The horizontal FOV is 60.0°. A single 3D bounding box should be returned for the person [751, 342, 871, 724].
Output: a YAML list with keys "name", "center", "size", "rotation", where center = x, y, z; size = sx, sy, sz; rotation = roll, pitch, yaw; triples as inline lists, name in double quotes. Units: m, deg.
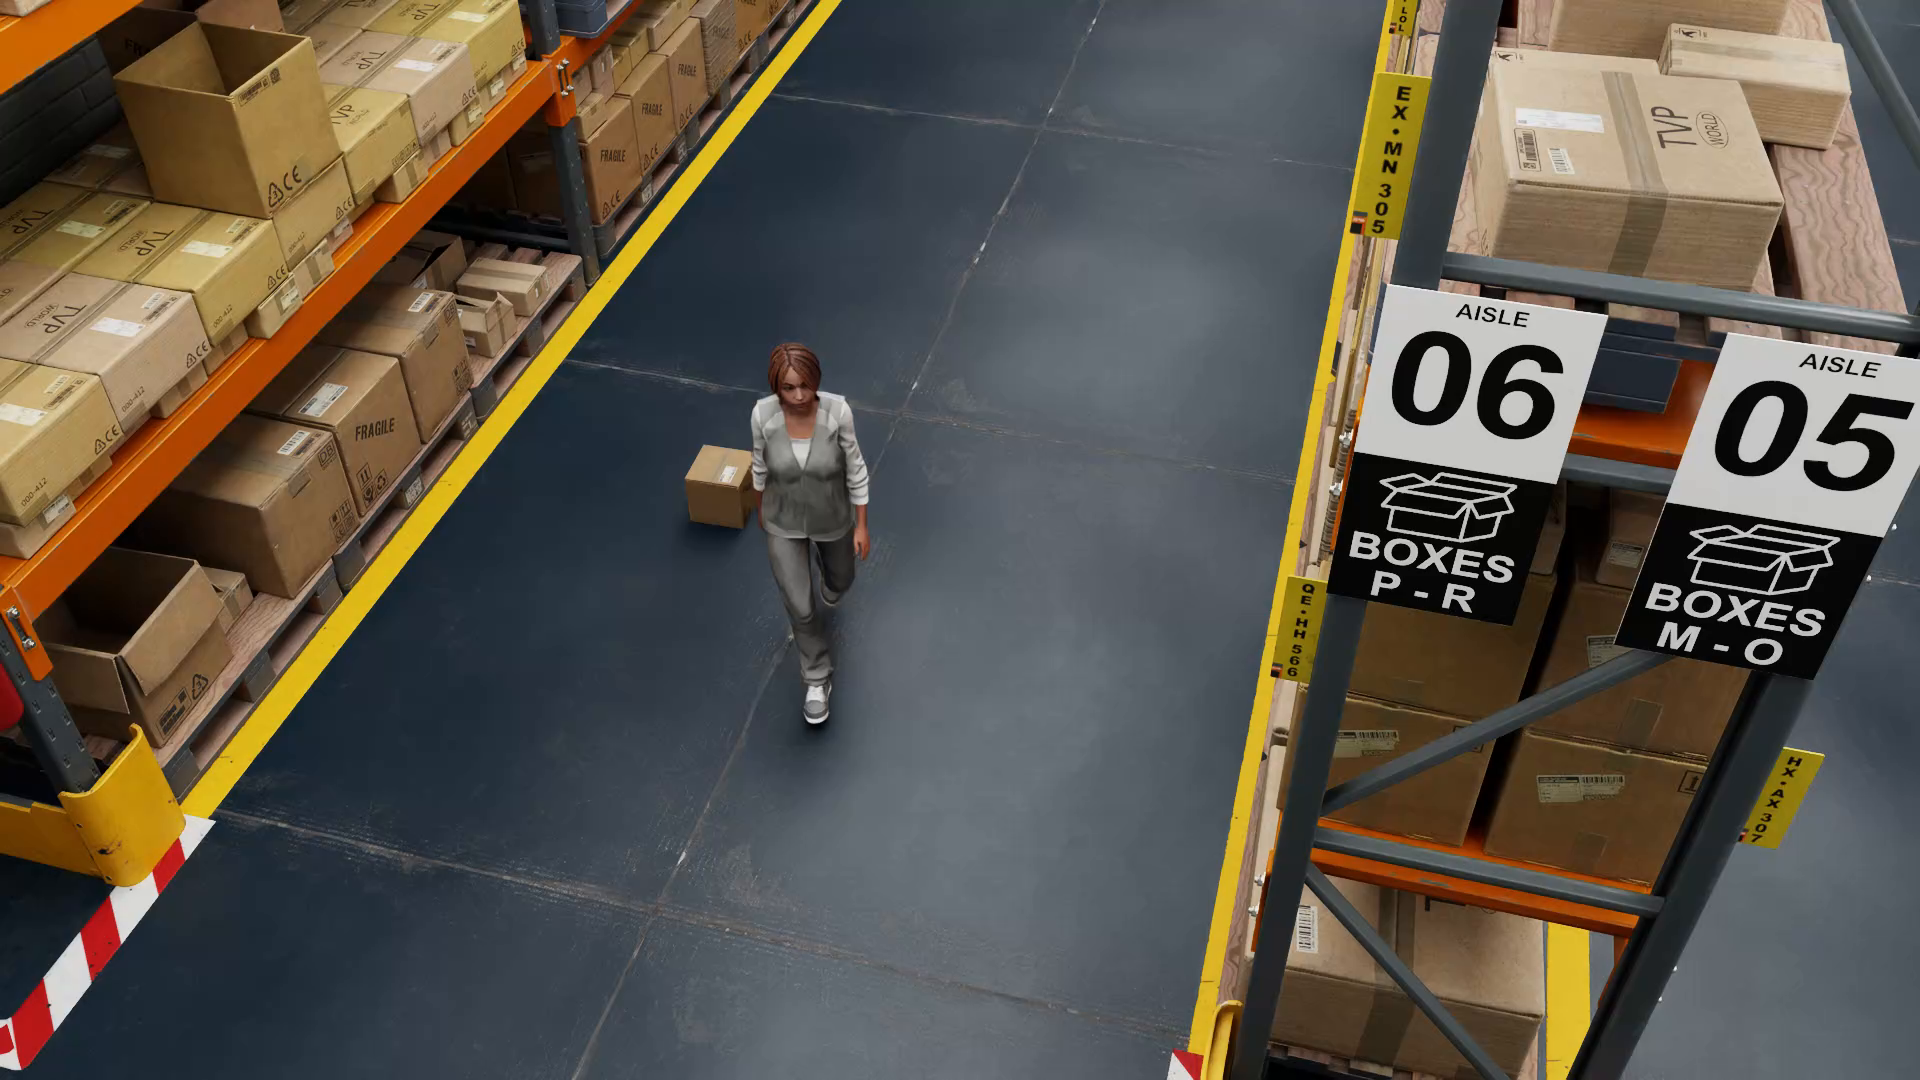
- name: "person"
  center: [-0.556, -0.120, 6.291]
  size: [0.428, 1.559, 0.833]
  rotation: [-4, 42, -4]
